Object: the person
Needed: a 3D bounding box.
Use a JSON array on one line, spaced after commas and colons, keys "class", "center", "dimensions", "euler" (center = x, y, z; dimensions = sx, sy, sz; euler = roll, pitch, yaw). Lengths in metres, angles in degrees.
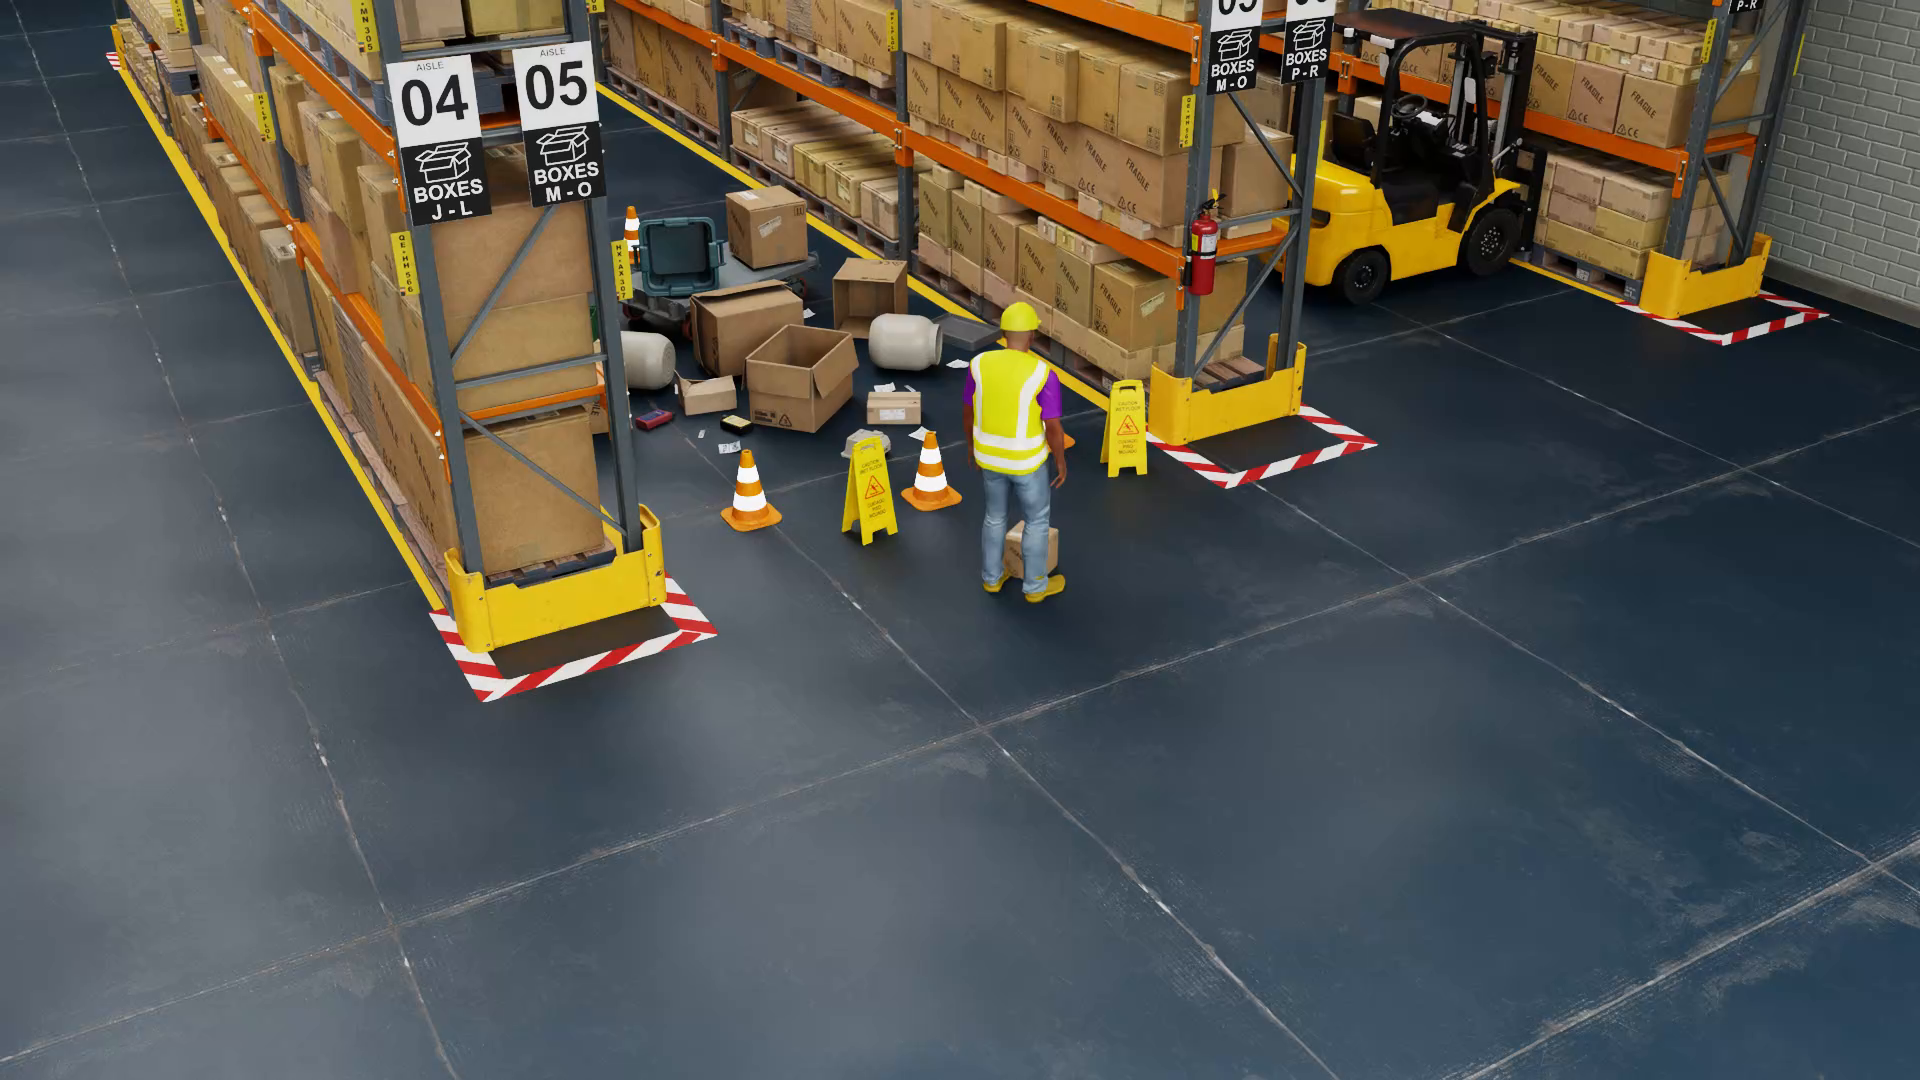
[{"class": "person", "center": [0.315, -0.491, 9.438], "dimensions": [0.619, 1.759, 0.461], "euler": [14, 32, 24]}]
